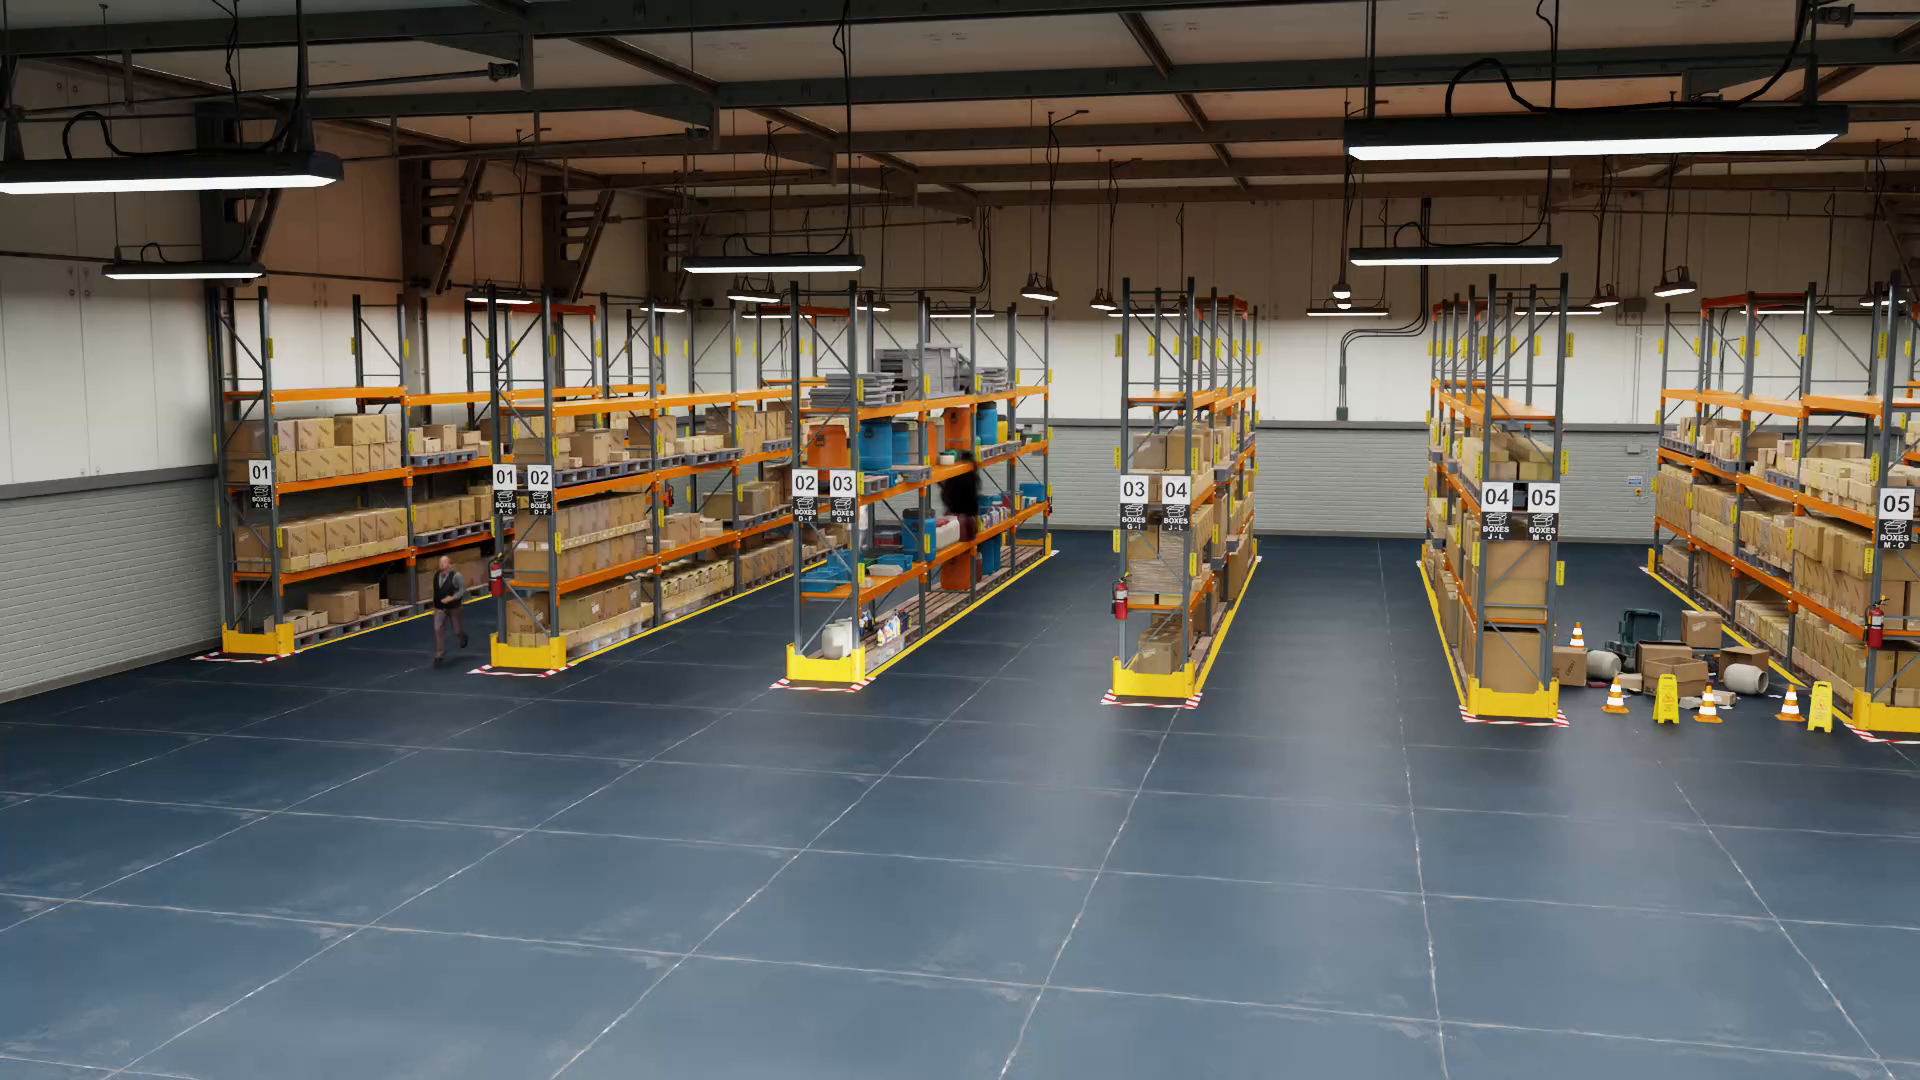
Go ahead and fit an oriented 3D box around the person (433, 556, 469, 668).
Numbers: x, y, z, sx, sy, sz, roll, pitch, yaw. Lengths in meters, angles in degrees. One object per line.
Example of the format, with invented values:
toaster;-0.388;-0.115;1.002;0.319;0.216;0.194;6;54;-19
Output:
person;-8.167;1.118;26.627;0.620;1.739;1.110;0;7;3

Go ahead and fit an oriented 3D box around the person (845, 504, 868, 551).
person;-2.191;-0.228;35.624;0.677;1.735;0.803;1;7;9

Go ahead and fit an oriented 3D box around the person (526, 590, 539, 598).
person;-7.925;0.637;30.982;0.623;1.665;0.562;0;7;3
